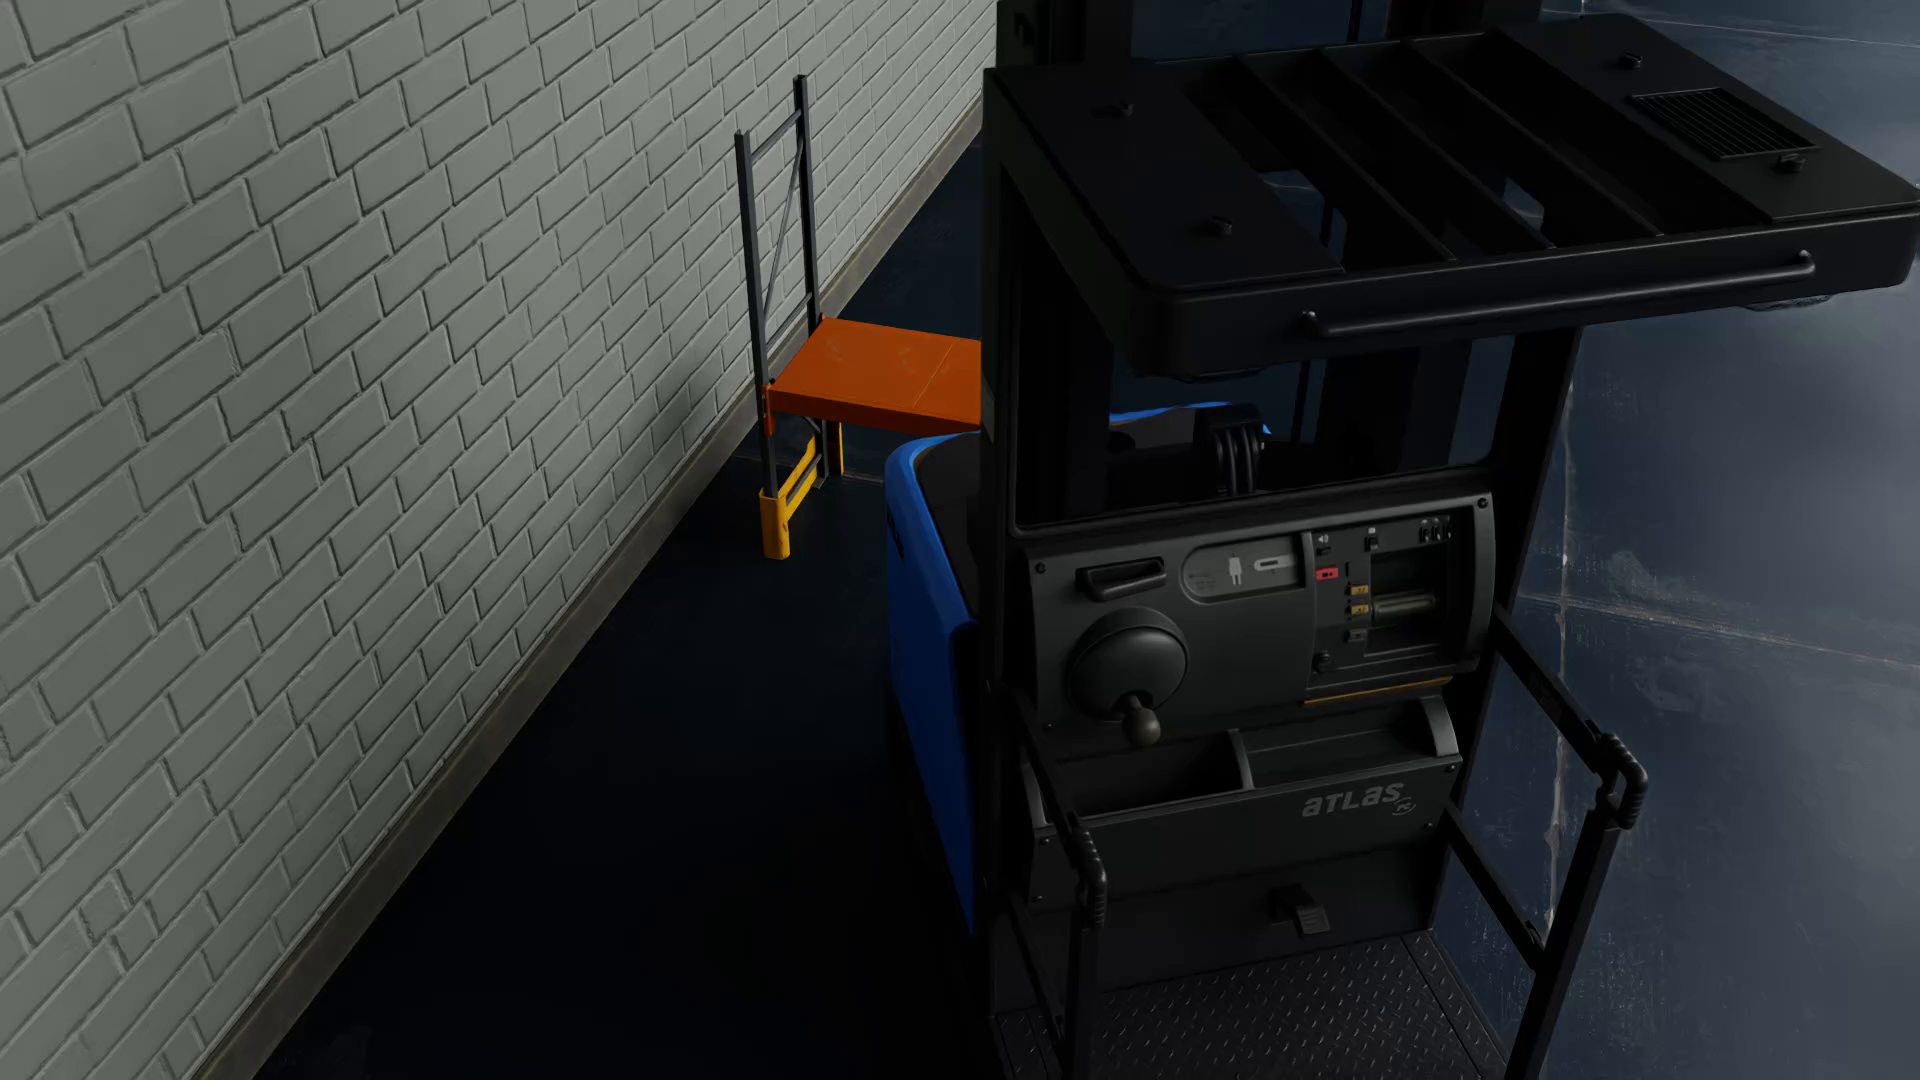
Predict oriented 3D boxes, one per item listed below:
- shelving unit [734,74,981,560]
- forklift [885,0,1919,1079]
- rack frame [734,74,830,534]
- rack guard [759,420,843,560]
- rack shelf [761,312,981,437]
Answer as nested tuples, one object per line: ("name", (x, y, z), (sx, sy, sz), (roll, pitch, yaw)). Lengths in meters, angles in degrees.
("shelving unit", (-0.073, -0.618, 5.324), (1.083, 1.500, 0.587), (10, 38, 14))
("forklift", (0.633, 0.211, 2.990), (1.130, 2.935, 3.031), (-8, 37, -11))
("rack frame", (-0.567, -0.709, 5.448), (0.032, 1.500, 0.500), (10, 38, 14))
("rack guard", (-0.548, -0.202, 5.814), (0.087, 0.250, 0.587), (10, 38, 14))
("rack shelf", (-0.081, -0.474, 5.433), (1.000, 0.185, 0.538), (10, 38, 14))
